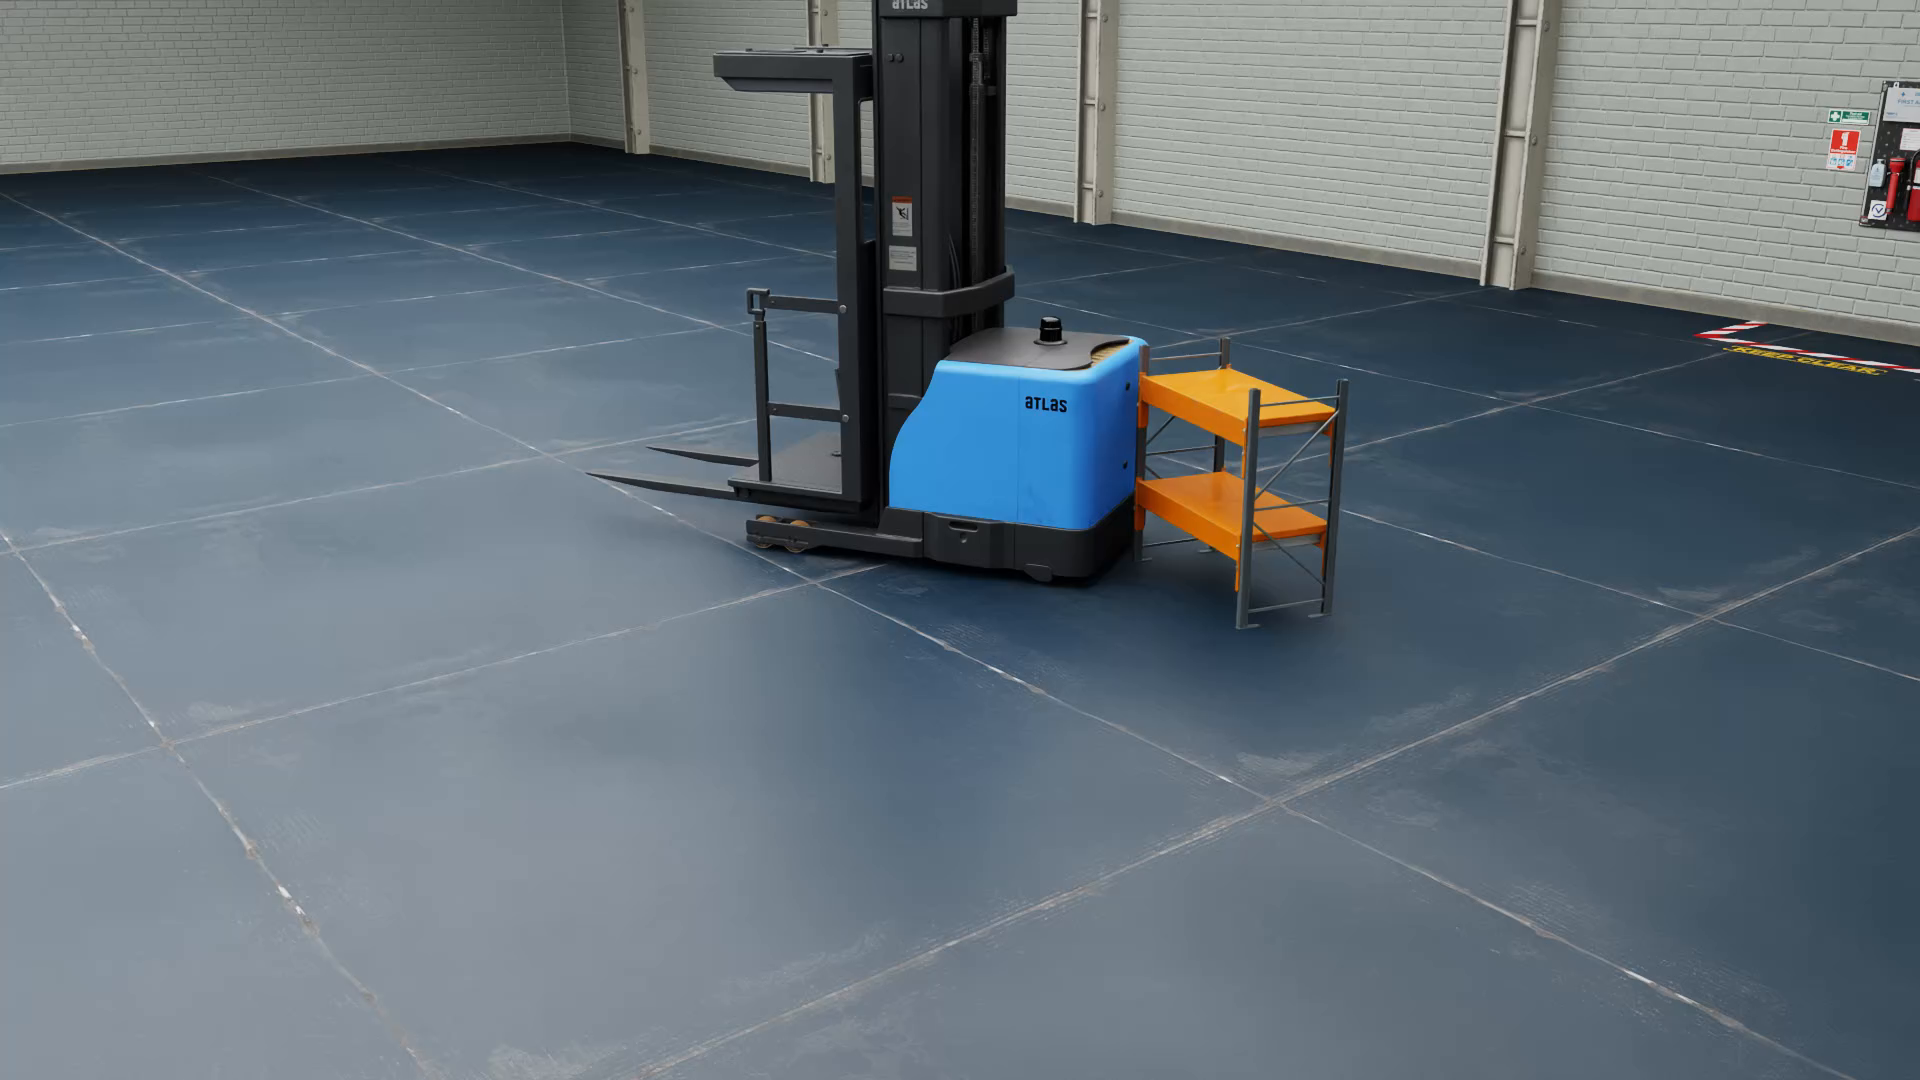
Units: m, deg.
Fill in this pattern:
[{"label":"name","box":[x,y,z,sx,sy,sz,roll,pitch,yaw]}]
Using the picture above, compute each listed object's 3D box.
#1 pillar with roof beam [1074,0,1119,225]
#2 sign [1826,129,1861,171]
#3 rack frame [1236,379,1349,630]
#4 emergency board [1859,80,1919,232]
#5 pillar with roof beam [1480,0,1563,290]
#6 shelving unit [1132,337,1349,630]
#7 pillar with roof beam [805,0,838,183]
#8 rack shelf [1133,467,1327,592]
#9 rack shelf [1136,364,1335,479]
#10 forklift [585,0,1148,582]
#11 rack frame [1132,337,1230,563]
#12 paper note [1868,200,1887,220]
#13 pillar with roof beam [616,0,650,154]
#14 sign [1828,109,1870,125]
[{"label":"pillar with roof beam","box":[-1.699,-7.426,16.974,9.100,9.000,0.400,-14,23,-36]},{"label":"sign","box":[7.359,-3.251,13.853,0.001,0.329,0.234,-14,23,-36]},{"label":"rack frame","box":[1.504,-0.155,7.541,0.500,1.125,0.032,-7,20,-21]},{"label":"emergency board","box":[7.622,-3.078,13.386,0.194,1.169,0.643,-14,23,-36]},{"label":"pillar with roof beam","box":[2.026,-5.948,12.509,9.100,9.000,0.400,-14,23,-36]},{"label":"shelving unit","box":[1.311,-0.303,7.987,0.538,1.125,1.048,-7,20,-21]},{"label":"pillar with roof beam","box":[-5.424,-8.905,21.439,9.100,9.000,0.400,-14,23,-36]},{"label":"rack shelf","box":[1.311,-0.071,8.064,0.538,0.278,1.000,-7,20,-21]},{"label":"rack shelf","box":[1.311,-0.581,7.895,0.538,0.278,1.000,-7,20,-21]},{"label":"forklift","box":[-0.573,-1.468,8.633,3.031,2.935,1.130,8,20,22]},{"label":"rack frame","box":[1.118,-0.451,8.434,0.500,1.125,0.032,-7,20,-21]},{"label":"paper note","box":[7.566,-2.717,13.697,0.016,0.148,0.142,-14,23,-36]},{"label":"pillar with roof beam","box":[-9.150,-10.383,25.904,9.100,9.000,0.400,-14,23,-36]},{"label":"sign","box":[7.355,-3.500,13.761,0.001,0.109,0.331,-14,23,-36]}]
